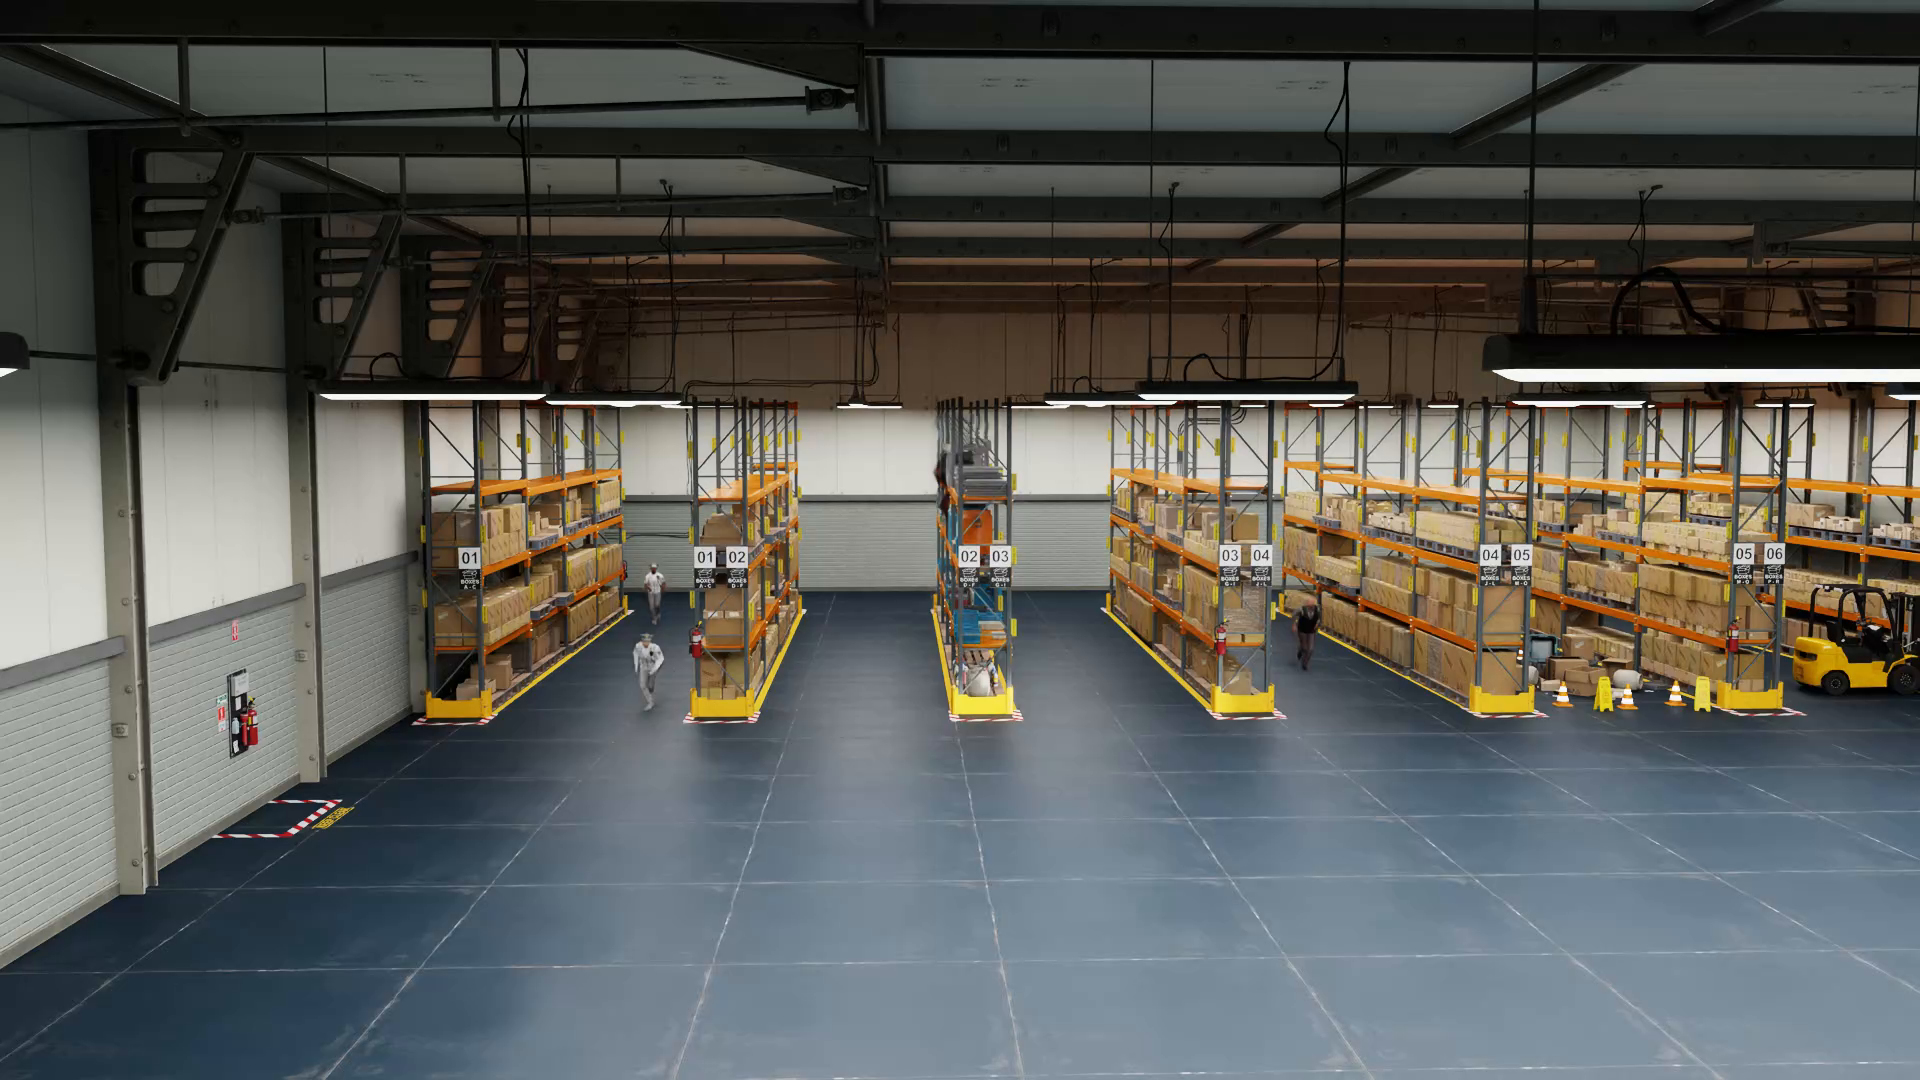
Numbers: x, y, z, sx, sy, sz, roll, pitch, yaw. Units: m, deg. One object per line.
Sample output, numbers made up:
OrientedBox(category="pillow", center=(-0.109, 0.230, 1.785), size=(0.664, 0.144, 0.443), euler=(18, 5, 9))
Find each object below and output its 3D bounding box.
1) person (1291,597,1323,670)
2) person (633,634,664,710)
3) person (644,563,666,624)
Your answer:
OrientedBox(category="person", center=(7.711, 2.064, 36.954), size=(0.650, 1.655, 0.739), euler=(-1, 4, -9))
OrientedBox(category="person", center=(-6.006, 2.513, 32.210), size=(0.615, 1.507, 1.049), euler=(0, 4, -1))
OrientedBox(category="person", center=(-8.226, 1.443, 44.783), size=(0.569, 1.661, 0.515), euler=(0, 4, -6))
